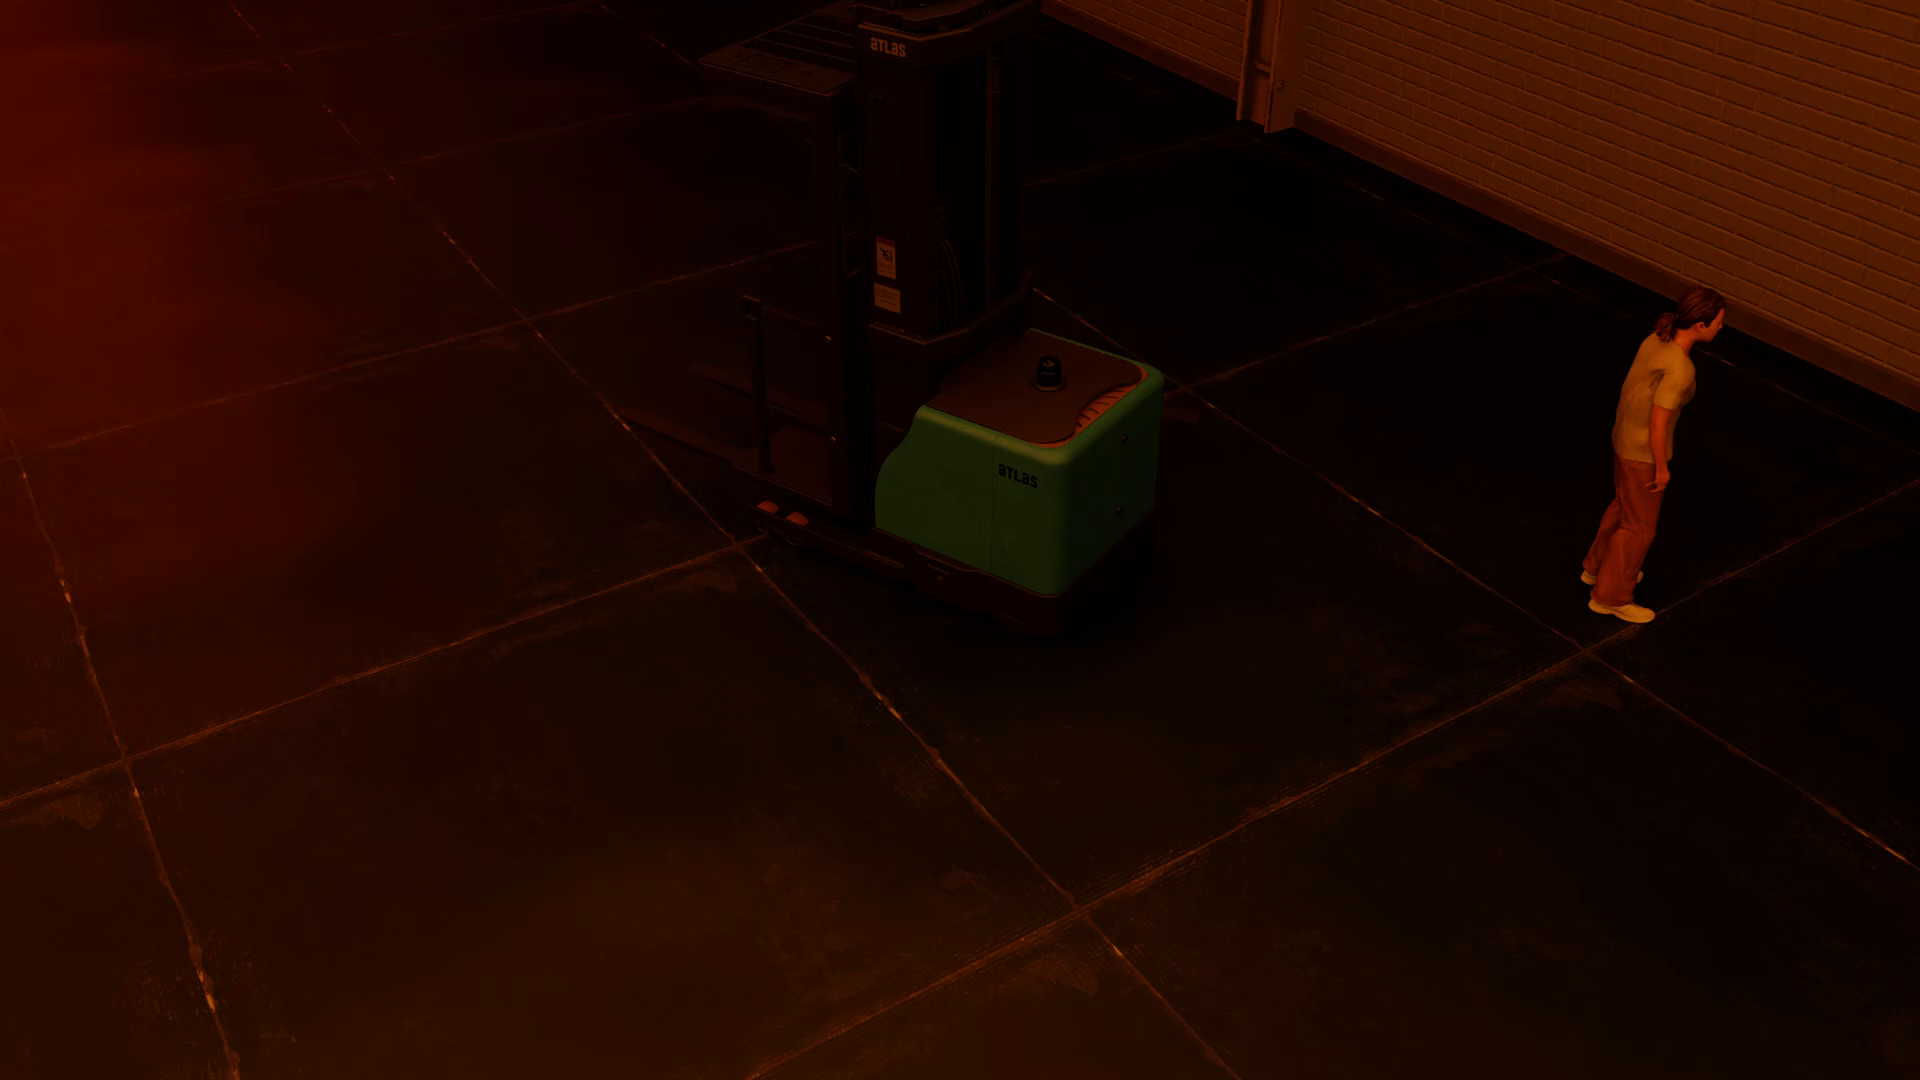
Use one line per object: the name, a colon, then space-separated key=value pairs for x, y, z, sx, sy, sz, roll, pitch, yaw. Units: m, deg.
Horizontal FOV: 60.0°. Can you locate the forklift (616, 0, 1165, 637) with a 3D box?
forklift: x=-0.500 y=-1.399 z=8.138 sx=3.031 sy=2.935 sz=1.130 roll=22 pitch=41 yaw=28

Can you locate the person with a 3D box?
person: x=3.252 y=-0.423 z=7.845 sx=0.354 sy=1.673 sz=0.511 roll=5 pitch=35 yaw=7
